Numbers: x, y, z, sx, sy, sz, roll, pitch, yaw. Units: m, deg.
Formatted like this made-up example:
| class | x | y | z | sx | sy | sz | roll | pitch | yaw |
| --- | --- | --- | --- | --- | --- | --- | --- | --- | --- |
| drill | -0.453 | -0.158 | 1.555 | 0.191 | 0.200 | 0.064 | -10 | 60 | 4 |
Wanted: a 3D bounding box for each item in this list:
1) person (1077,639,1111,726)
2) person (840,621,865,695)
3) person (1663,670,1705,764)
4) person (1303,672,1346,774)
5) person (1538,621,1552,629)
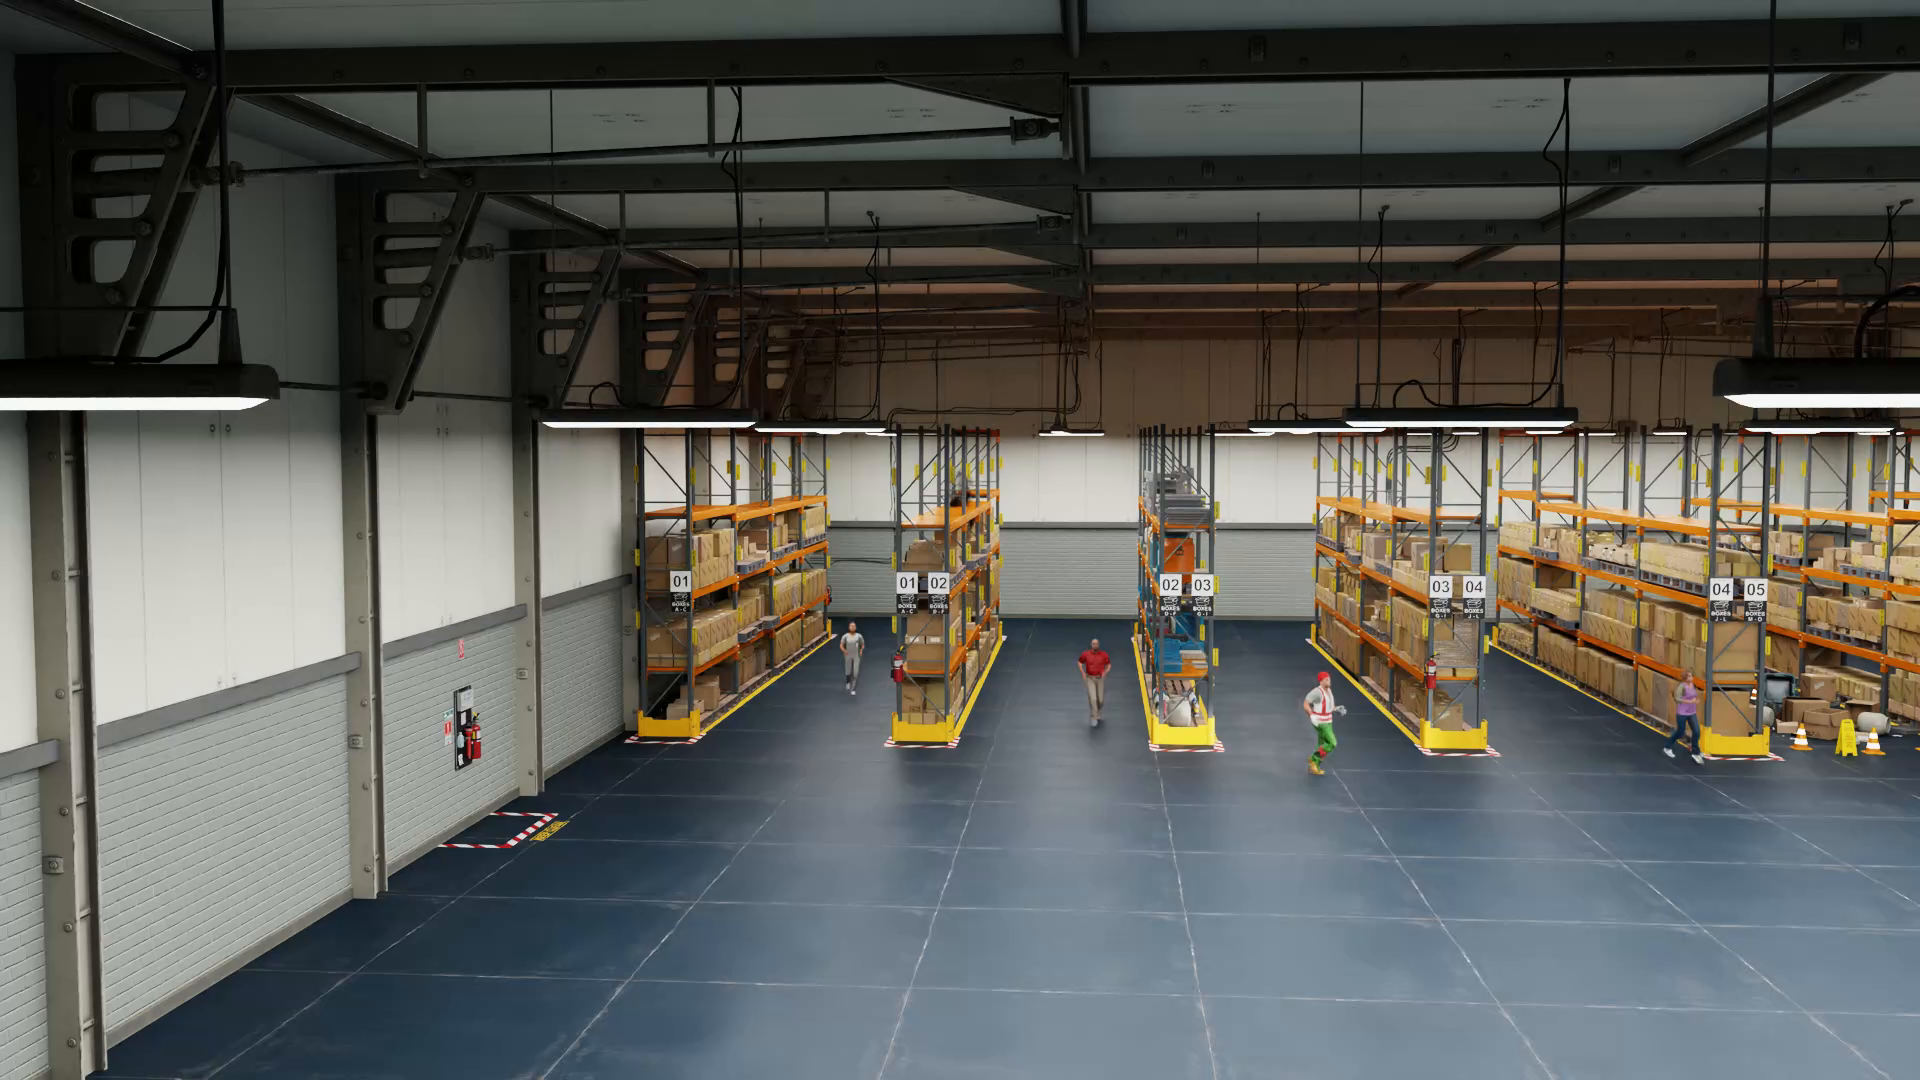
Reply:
| class | x | y | z | sx | sy | sz | roll | pitch | yaw |
| --- | --- | --- | --- | --- | --- | --- | --- | --- | --- |
| person | 2.707 | 2.839 | 33.459 | 0.671 | 1.717 | 0.751 | 0 | 3 | 0 |
| person | -2.378 | 2.616 | 36.922 | 0.561 | 1.616 | 0.591 | 0 | 4 | -8 |
| person | 12.848 | 3.122 | 29.490 | 0.540 | 1.642 | 0.727 | -2 | 4 | -28 |
| person | 6.232 | 3.112 | 28.295 | 0.617 | 1.748 | 0.630 | 3 | 4 | 36 |
| person | 16.452 | 2.027 | 47.176 | 0.925 | 1.654 | 0.577 | 0 | 3 | -1 |
